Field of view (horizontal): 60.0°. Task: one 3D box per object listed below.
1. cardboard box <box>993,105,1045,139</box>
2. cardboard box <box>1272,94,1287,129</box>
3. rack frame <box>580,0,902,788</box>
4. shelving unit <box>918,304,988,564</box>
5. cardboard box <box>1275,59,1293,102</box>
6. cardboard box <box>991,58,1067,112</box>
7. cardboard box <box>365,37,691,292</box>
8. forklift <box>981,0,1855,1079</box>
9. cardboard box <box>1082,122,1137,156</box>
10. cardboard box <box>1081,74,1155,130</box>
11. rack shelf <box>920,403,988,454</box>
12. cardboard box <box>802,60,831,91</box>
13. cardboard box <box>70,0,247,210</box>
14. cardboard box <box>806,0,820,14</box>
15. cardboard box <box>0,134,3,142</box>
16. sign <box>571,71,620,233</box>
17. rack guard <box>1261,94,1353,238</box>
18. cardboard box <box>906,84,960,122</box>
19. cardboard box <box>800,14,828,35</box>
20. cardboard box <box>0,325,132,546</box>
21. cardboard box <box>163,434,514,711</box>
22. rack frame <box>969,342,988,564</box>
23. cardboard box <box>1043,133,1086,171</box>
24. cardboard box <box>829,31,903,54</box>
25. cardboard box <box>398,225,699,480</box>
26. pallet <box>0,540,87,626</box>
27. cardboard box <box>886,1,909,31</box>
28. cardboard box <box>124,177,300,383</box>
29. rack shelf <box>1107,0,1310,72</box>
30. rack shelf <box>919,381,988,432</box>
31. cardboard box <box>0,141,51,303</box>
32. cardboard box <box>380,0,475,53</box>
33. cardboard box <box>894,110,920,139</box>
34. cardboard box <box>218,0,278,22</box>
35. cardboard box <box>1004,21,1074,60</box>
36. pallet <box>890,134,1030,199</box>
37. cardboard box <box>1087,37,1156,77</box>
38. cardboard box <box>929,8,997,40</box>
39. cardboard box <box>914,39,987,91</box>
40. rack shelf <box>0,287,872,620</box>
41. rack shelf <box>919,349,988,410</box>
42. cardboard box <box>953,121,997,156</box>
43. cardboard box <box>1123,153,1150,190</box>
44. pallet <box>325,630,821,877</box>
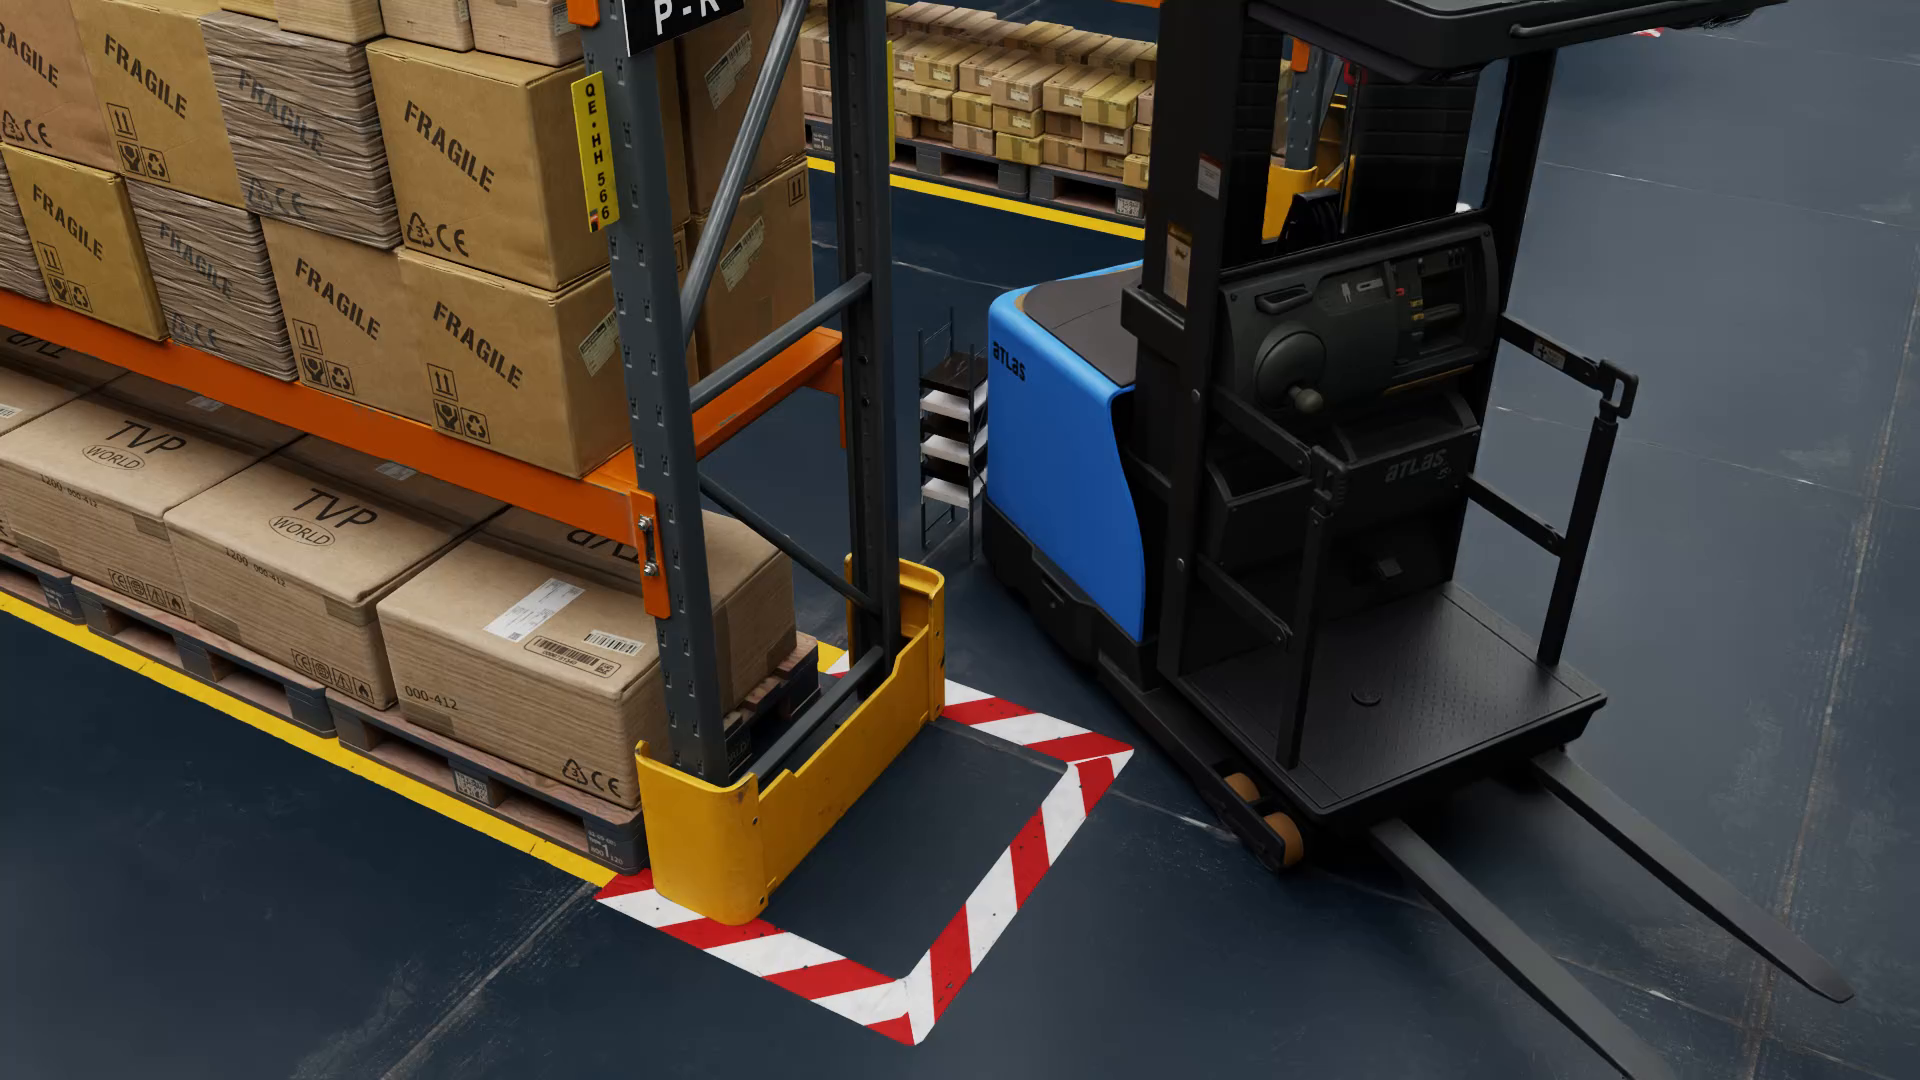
[{"bbox_3d":[0.376,-2.302,8.925,0.250,0.149,0.380,18,38,25],"label":"cardboard box"},{"bbox_3d":[1.556,-2.283,8.897,0.250,0.149,0.380,19,38,26],"label":"cardboard box"},{"bbox_3d":[-0.485,-0.494,4.285,0.127,3.000,1.000,18,37,24],"label":"rack frame"},{"bbox_3d":[0.007,-0.372,5.997,0.210,0.900,0.258,18,37,24],"label":"shelving unit"},{"bbox_3d":[1.597,-2.447,8.875,0.250,0.149,0.380,16,37,22],"label":"cardboard box"},{"bbox_3d":[0.366,-2.419,8.832,0.250,0.149,0.380,19,38,26],"label":"cardboard box"},{"bbox_3d":[-1.022,-0.970,4.007,0.500,0.500,0.500,19,38,26],"label":"cardboard box"},{"bbox_3d":[1.222,-0.552,4.435,1.130,2.935,3.031,-17,37,-23],"label":"forklift"},{"bbox_3d":[0.832,-2.166,8.721,0.250,0.149,0.380,16,37,23],"label":"cardboard box"},{"bbox_3d":[0.821,-2.270,8.609,0.250,0.149,0.380,17,37,23],"label":"cardboard box"},{"bbox_3d":[0.007,-0.419,5.966,0.200,0.077,0.258,18,37,24],"label":"rack shelf"},{"bbox_3d":[-0.707,-2.710,9.539,0.250,0.149,0.380,16,37,22],"label":"cardboard box"},{"bbox_3d":[-1.918,-1.237,4.409,0.500,0.500,0.500,17,37,24],"label":"cardboard box"},{"bbox_3d":[-0.910,-3.216,10.029,0.250,0.149,0.380,18,38,25],"label":"cardboard box"},{"bbox_3d":[-2.790,-1.516,4.828,0.500,0.500,0.500,18,38,25],"label":"cardboard box"},{"bbox_3d":[-0.766,-0.817,3.512,0.005,0.325,0.100,18,37,24],"label":"sign"},{"bbox_3d":[1.818,-1.884,8.628,0.348,0.500,1.175,18,37,24],"label":"rack guard"},{"bbox_3d":[-0.091,-2.444,9.138,0.250,0.149,0.380,18,38,25],"label":"cardboard box"},{"bbox_3d":[-0.939,-2.895,9.548,0.250,0.149,0.380,17,37,24],"label":"cardboard box"},{"bbox_3d":[-3.466,-0.478,6.194,0.875,0.438,0.875,17,37,24],"label":"cardboard box"},{"bbox_3d":[-1.906,0.017,5.451,0.875,0.438,0.875,19,38,26],"label":"cardboard box"},{"bbox_3d":[0.095,-0.344,5.955,0.006,0.900,0.240,18,37,24],"label":"rack frame"},{"bbox_3d":[0.642,-2.134,8.942,0.250,0.149,0.380,18,38,25],"label":"cardboard box"},{"bbox_3d":[-0.521,-2.725,9.292,0.250,0.149,0.380,18,38,25],"label":"cardboard box"},{"bbox_3d":[-1.035,-0.541,4.266,0.500,0.500,0.500,18,38,25],"label":"cardboard box"},{"bbox_3d":[-3.336,-0.186,6.340,1.213,0.211,1.003,18,37,24],"label":"pallet"},{"bbox_3d":[-0.503,-3.042,9.768,0.250,0.149,0.380,19,38,26],"label":"cardboard box"},{"bbox_3d":[-1.915,-0.823,4.689,0.500,0.500,0.500,19,38,26],"label":"cardboard box"},{"bbox_3d":[0.147,-3.154,8.930,4.000,0.370,1.077,18,37,24],"label":"rack shelf"},{"bbox_3d":[0.007,-0.494,5.916,0.200,0.077,0.258,18,37,24],"label":"rack shelf"},{"bbox_3d":[-2.817,-1.100,5.106,0.500,0.500,0.500,18,38,25],"label":"cardboard box"},{"bbox_3d":[-1.128,-1.282,3.892,0.250,0.149,0.380,18,38,25],"label":"cardboard box"},{"bbox_3d":[-0.286,-2.400,9.341,0.250,0.149,0.380,17,37,23],"label":"cardboard box"},{"bbox_3d":[-1.592,-1.402,4.071,0.250,0.149,0.380,18,38,25],"label":"cardboard box"},{"bbox_3d":[0.445,-2.799,9.404,0.250,0.149,0.380,18,38,25],"label":"cardboard box"},{"bbox_3d":[0.075,-2.340,9.574,1.213,0.211,1.003,18,37,24],"label":"pallet"},{"bbox_3d":[0.887,-2.624,9.141,0.250,0.149,0.380,16,37,22],"label":"cardboard box"},{"bbox_3d":[0.018,-2.944,9.621,0.250,0.149,0.380,16,37,23],"label":"cardboard box"},{"bbox_3d":[-0.049,-2.603,9.109,0.250,0.149,0.380,18,38,25],"label":"cardboard box"},{"bbox_3d":[-2.221,-0.744,5.311,4.000,0.370,1.077,18,37,24],"label":"rack shelf"},{"bbox_3d":[0.007,-0.569,5.866,0.200,0.077,0.258,18,37,24],"label":"rack shelf"},{"bbox_3d":[0.162,-2.259,9.129,0.250,0.149,0.380,18,38,25],"label":"cardboard box"},{"bbox_3d":[1.050,-1.958,8.678,0.250,0.149,0.380,19,38,26],"label":"cardboard box"},{"bbox_3d":[-1.218,0.485,5.332,1.213,0.211,1.003,18,37,24],"label":"pallet"}]
